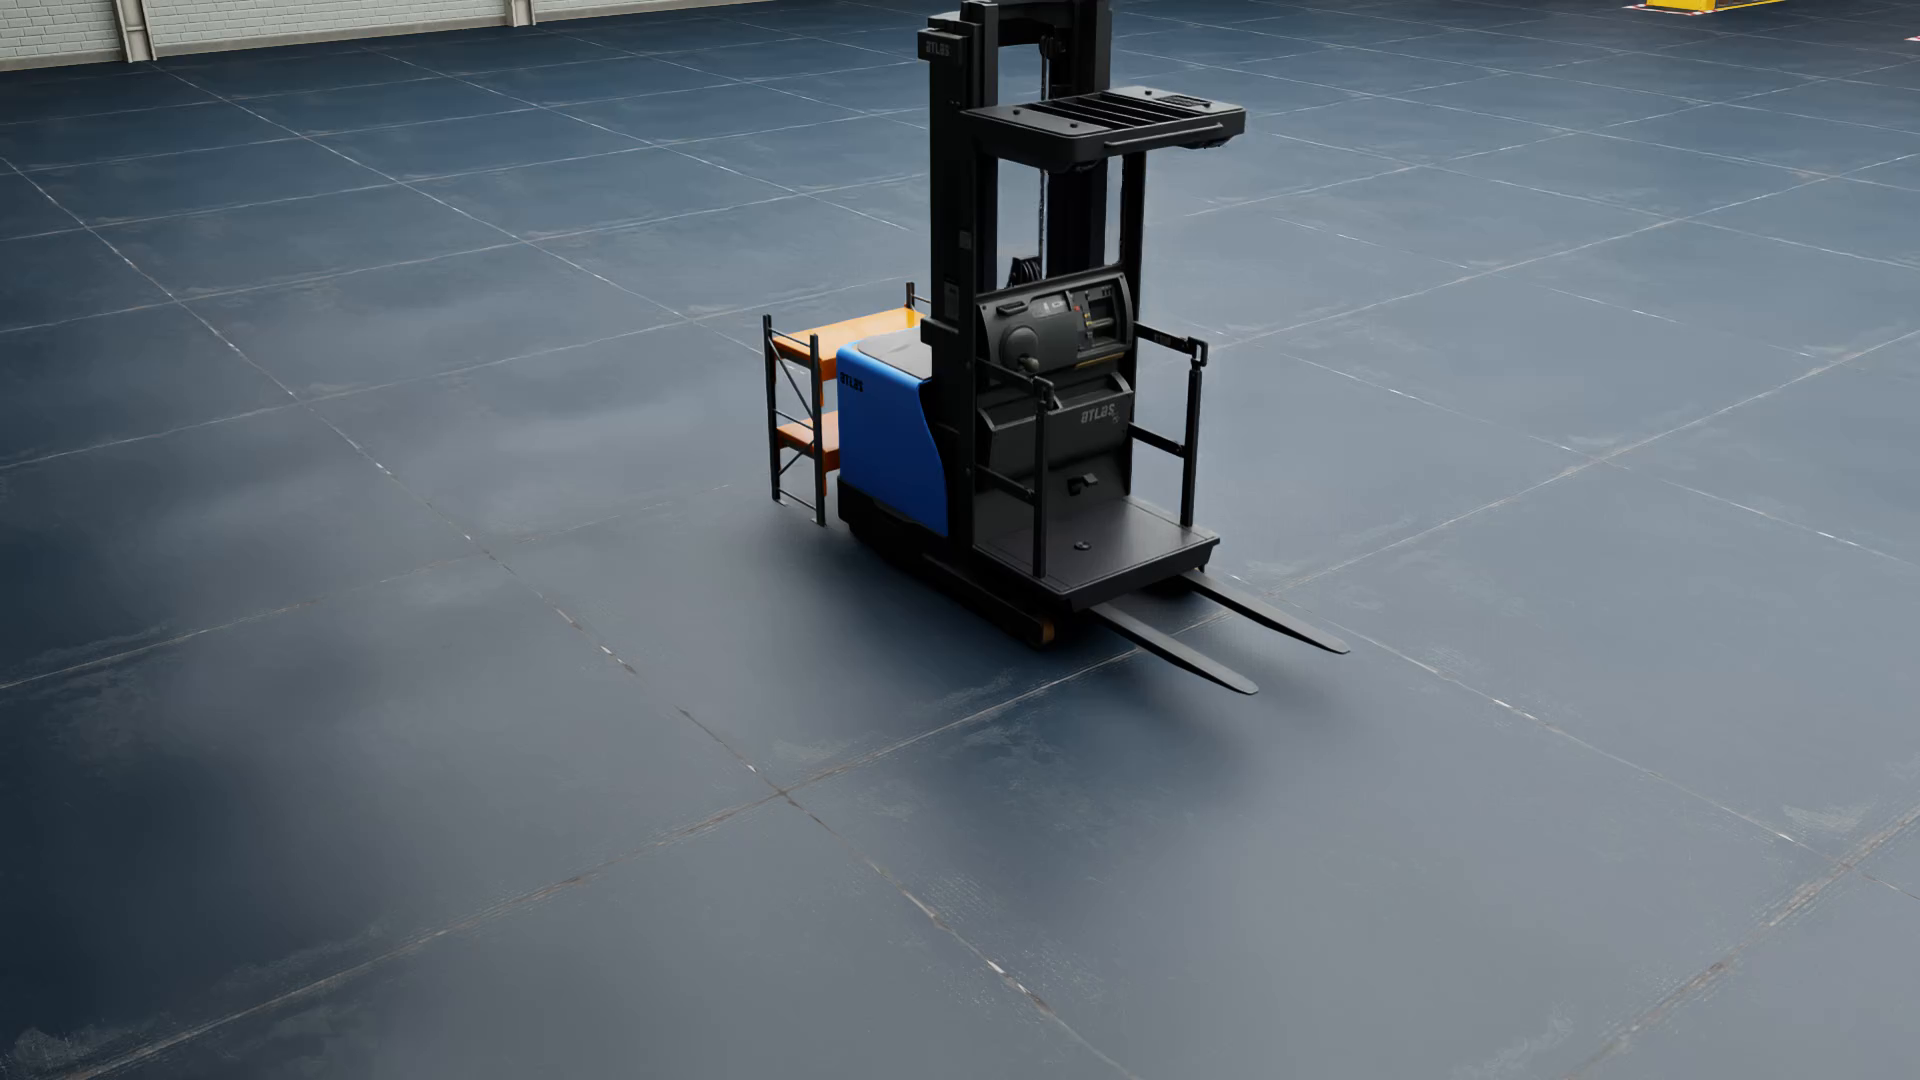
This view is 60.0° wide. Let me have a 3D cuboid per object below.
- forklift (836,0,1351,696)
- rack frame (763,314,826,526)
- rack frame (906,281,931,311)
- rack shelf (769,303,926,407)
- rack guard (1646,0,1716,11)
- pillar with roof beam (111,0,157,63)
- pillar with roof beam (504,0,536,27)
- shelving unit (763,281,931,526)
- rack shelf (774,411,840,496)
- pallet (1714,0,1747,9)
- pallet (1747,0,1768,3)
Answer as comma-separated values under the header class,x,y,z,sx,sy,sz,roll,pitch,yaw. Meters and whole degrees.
class,x,y,z,sx,sy,sz,roll,pitch,yaw
forklift,0.610,-1.042,8.014,1.130,2.935,3.031,-18,30,-34
rack frame,-0.933,-0.673,9.363,0.032,1.125,0.500,-19,31,-35
rack frame,-0.149,-0.946,9.951,0.032,1.125,0.500,-19,31,-35
rack shelf,-0.541,-1.075,9.534,1.000,0.278,0.538,-19,31,-35
rack guard,12.944,-9.813,29.800,0.348,0.500,1.175,-18,31,-34
pillar with roof beam,-9.412,-9.723,19.510,0.400,9.000,9.100,-18,31,-34
pillar with roof beam,-4.691,-11.281,22.868,0.400,9.000,9.100,-18,31,-34
shelving unit,-0.541,-0.809,9.657,1.048,1.125,0.538,-19,31,-35
rack shelf,-0.541,-0.587,9.760,1.000,0.278,0.538,-19,31,-35
pallet,13.587,-9.891,30.312,1.213,0.211,1.003,-18,31,-34
pallet,14.546,-10.206,30.991,1.213,0.211,1.003,-18,31,-34
